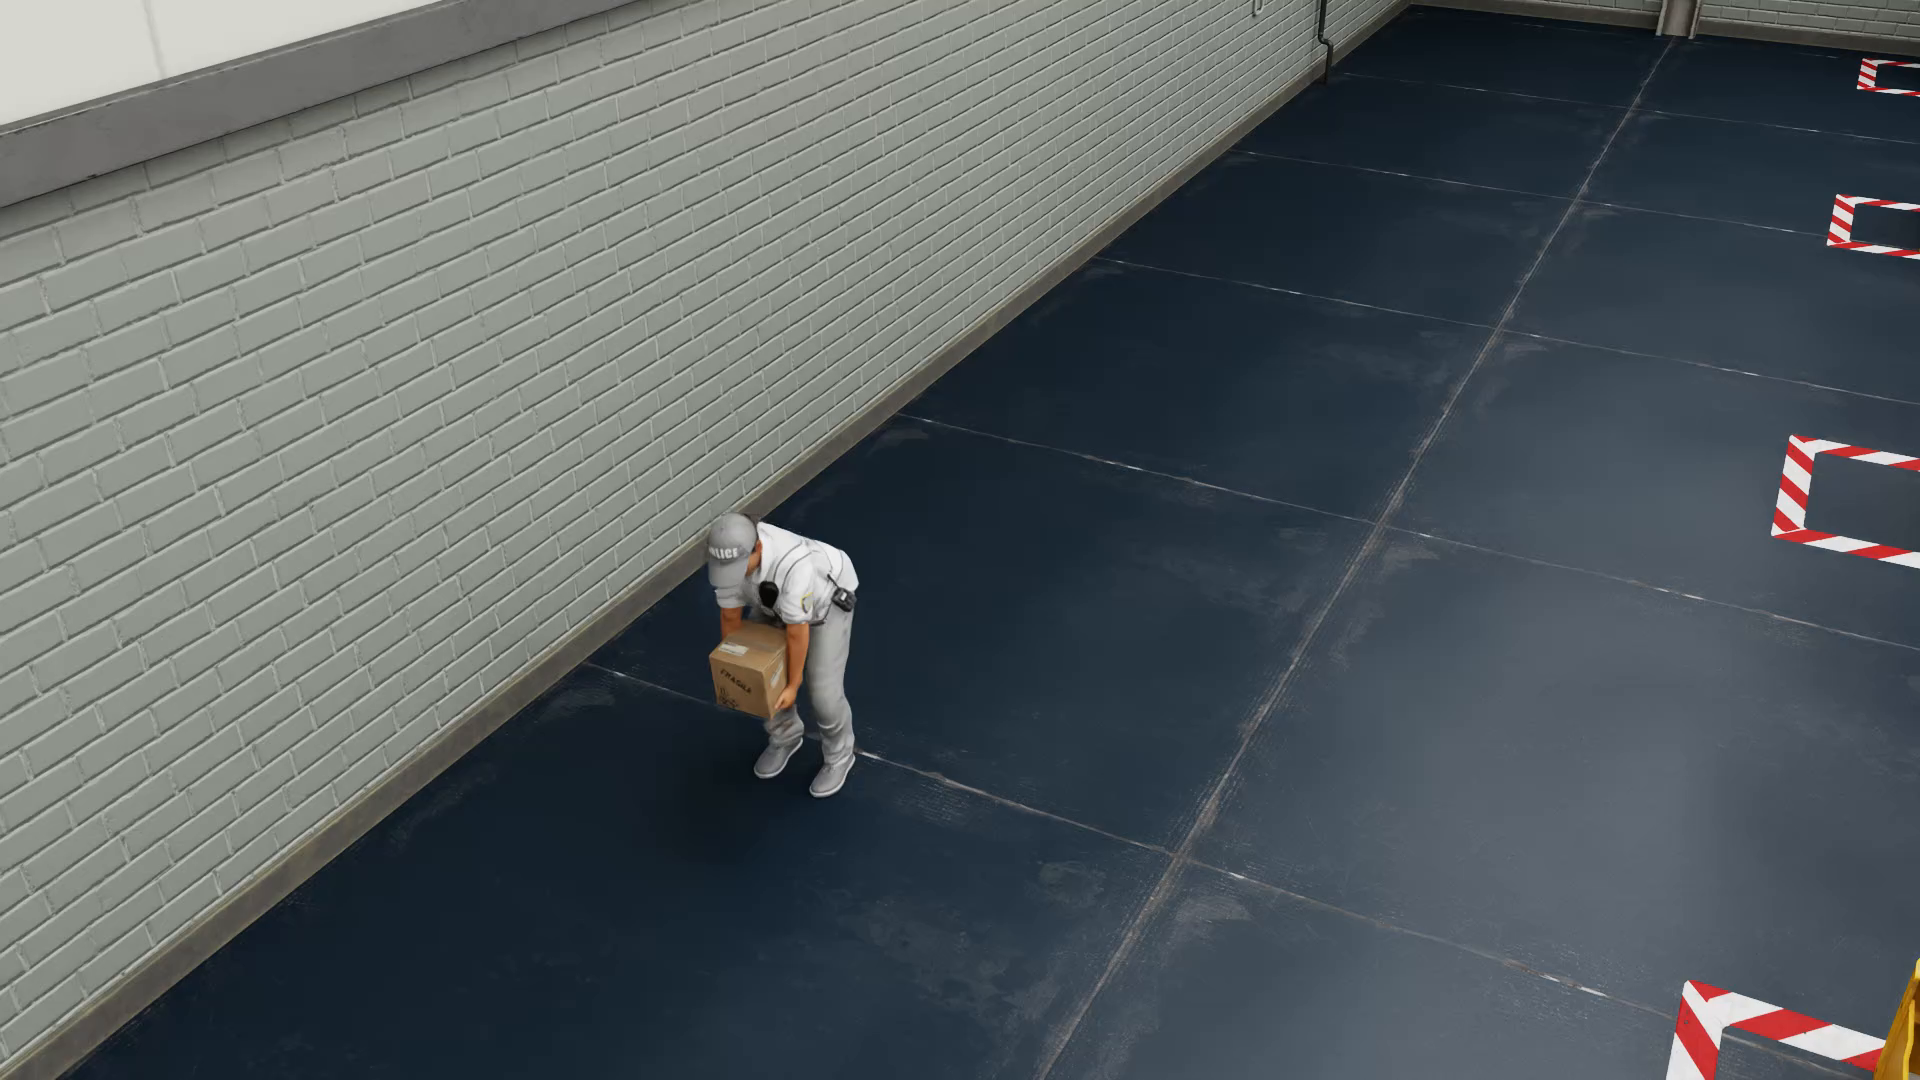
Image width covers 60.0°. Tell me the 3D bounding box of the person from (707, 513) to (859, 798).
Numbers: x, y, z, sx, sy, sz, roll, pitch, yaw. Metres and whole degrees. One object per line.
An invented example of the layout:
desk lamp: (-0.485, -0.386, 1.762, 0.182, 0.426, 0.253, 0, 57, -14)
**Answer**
person: (-0.724, 0.425, 6.618, 0.456, 1.453, 0.811, 14, 33, 22)
